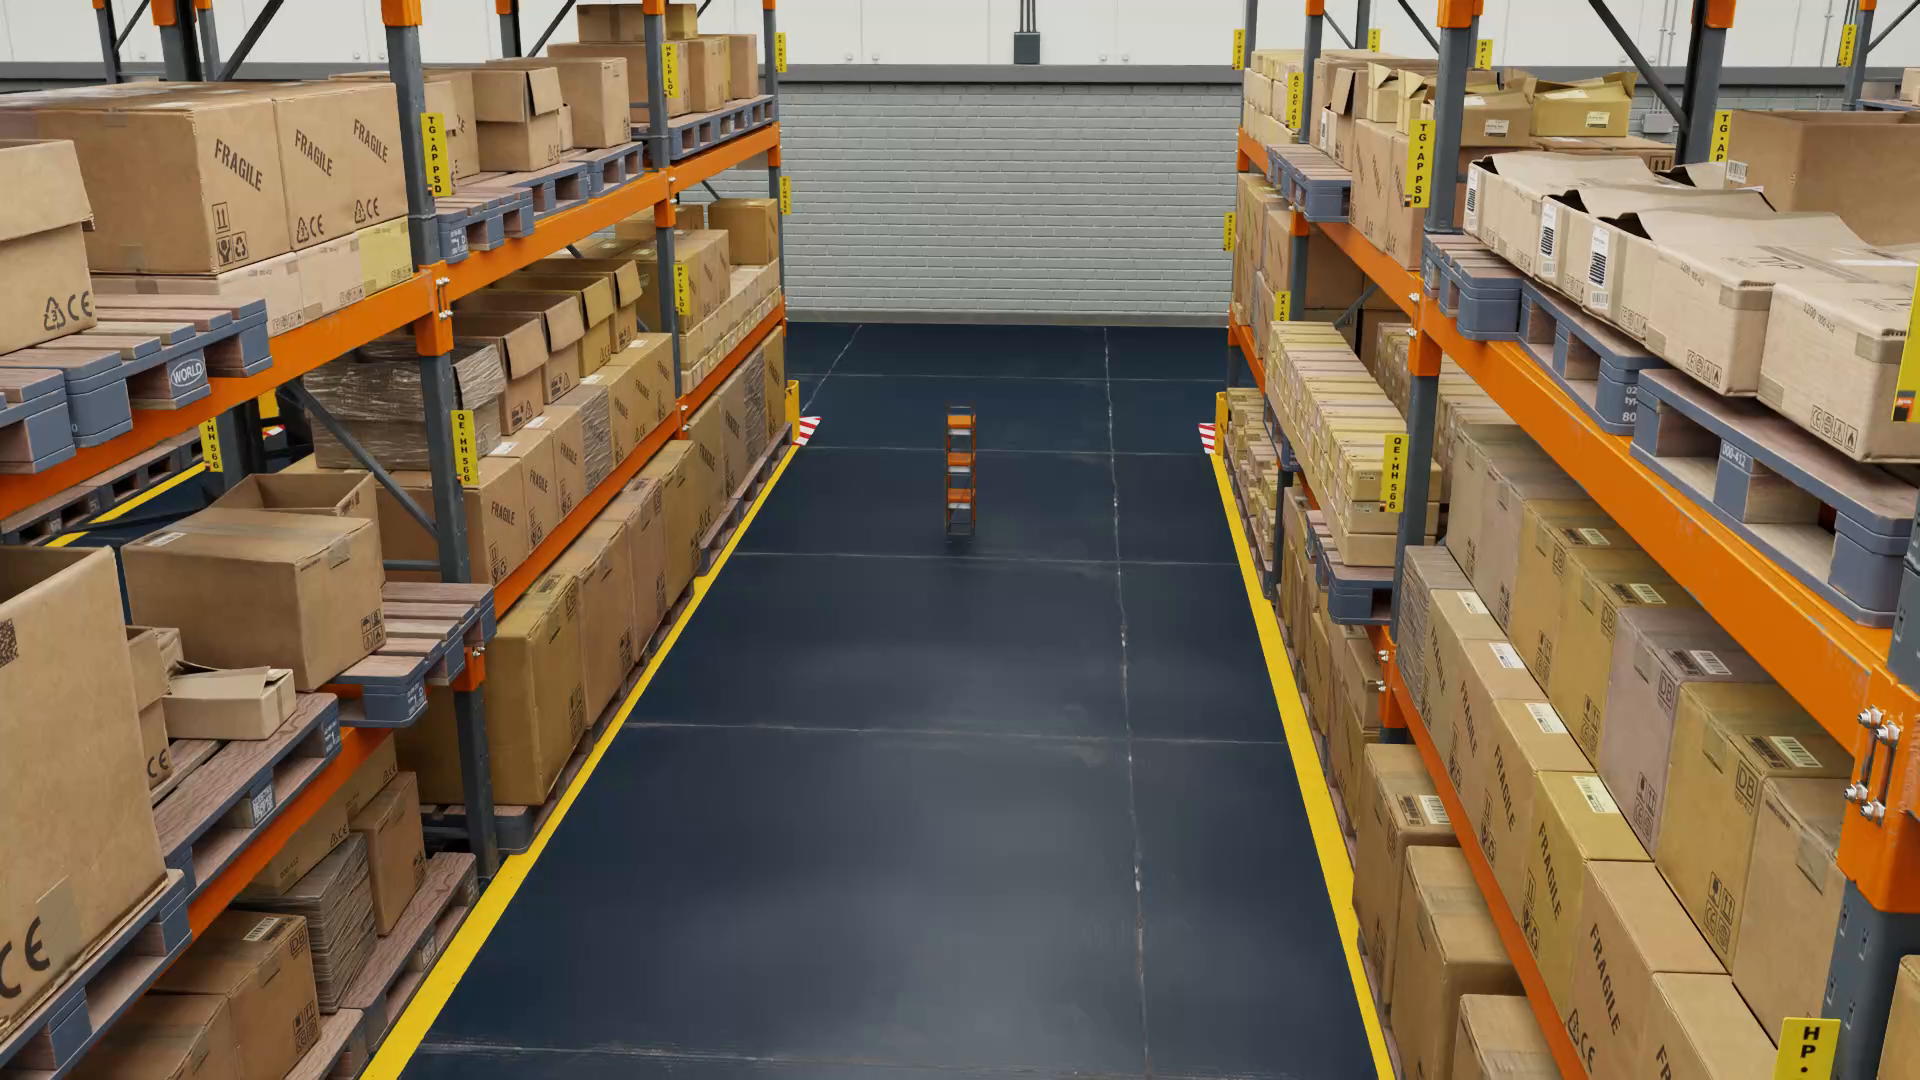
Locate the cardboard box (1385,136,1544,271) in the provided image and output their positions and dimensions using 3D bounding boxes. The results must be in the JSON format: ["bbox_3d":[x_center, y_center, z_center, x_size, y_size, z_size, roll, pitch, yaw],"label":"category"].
[{"bbox_3d":[2.079,-1.402,6.905,0.500,0.500,0.500,1,18,4],"label":"cardboard box"}]

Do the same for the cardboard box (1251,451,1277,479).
[{"bbox_3d":[2.358,-0.554,12.246,0.380,0.149,0.250,0,18,1],"label":"cardboard box"}]

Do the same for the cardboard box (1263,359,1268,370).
[{"bbox_3d":[2.387,-1.291,11.949,0.380,0.149,0.250,1,18,2],"label":"cardboard box"}]

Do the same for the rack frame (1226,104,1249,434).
[{"bbox_3d":[2.865,-2.230,14.412,1.000,3.000,0.127,1,18,4],"label":"rack frame"}]

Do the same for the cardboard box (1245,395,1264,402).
[{"bbox_3d":[2.589,-1.114,13.955,0.380,0.149,0.250,2,18,5],"label":"cardboard box"}]

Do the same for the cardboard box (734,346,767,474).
[{"bbox_3d":[-2.106,-1.079,13.636,0.875,0.875,0.875,1,18,4],"label":"cardboard box"}]

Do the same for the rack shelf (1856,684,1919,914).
[{"bbox_3d":[1.862,1.034,0.787,1.077,0.370,4.000,1,18,4],"label":"rack shelf"}]

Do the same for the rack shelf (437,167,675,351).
[{"bbox_3d":[-2.505,-1.592,8.804,1.077,0.370,4.000,1,18,4],"label":"rack shelf"}]

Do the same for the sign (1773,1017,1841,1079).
[{"bbox_3d":[1.463,0.975,2.898,0.100,0.325,0.005,1,18,4],"label":"sign"}]

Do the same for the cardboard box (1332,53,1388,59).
[{"bbox_3d":[3.012,-3.586,12.529,0.380,0.149,0.250,1,18,3],"label":"cardboard box"}]

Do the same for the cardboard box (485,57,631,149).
[{"bbox_3d":[-2.393,-2.622,9.956,0.700,0.500,0.500,2,18,5],"label":"cardboard box"}]

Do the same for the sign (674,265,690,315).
[{"bbox_3d":[-1.820,-1.633,10.859,0.100,0.325,0.005,1,18,4],"label":"sign"}]

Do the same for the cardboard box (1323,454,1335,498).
[{"bbox_3d":[1.907,-0.295,7.759,0.380,0.149,0.250,2,18,5],"label":"cardboard box"}]

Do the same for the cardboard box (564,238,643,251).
[{"bbox_3d":[-2.555,-1.861,11.843,0.500,0.500,0.500,1,18,4],"label":"cardboard box"}]

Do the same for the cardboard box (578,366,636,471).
[{"bbox_3d":[-2.195,-0.710,9.613,0.500,0.500,0.500,1,18,3],"label":"cardboard box"}]

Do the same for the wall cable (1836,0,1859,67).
[{"bbox_3d":[11.462,-6.701,18.362,2.988,3.039,0.133,1,18,4],"label":"wall cable"}]

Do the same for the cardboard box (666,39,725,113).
[{"bbox_3d":[-2.143,-3.420,12.232,0.700,0.500,0.500,2,18,6],"label":"cardboard box"}]

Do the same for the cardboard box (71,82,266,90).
[{"bbox_3d":[-2.939,-1.458,6.274,0.500,0.500,0.500,1,18,4],"label":"cardboard box"}]

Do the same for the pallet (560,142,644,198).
[{"bbox_3d":[-2.378,-2.179,9.745,0.805,0.209,1.217,1,18,2],"label":"pallet"}]

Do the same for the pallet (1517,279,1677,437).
[{"bbox_3d":[2.221,-0.533,4.717,1.003,0.211,1.213,2,18,6],"label":"pallet"}]

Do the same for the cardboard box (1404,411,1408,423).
[{"bbox_3d":[2.677,-0.618,9.220,0.380,0.149,0.250,1,18,2],"label":"cardboard box"}]

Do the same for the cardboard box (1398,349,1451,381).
[{"bbox_3d":[2.687,-0.977,9.360,0.380,0.149,0.250,1,18,4],"label":"cardboard box"}]

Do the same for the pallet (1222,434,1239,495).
[{"bbox_3d":[2.766,-0.630,14.006,1.003,0.211,1.213,1,18,4],"label":"pallet"}]

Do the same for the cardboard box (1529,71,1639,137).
[{"bbox_3d":[2.633,-1.862,7.081,0.396,0.266,0.258,1,18,4],"label":"cardboard box"}]

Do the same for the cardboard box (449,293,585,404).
[{"bbox_3d":[-2.489,-1.049,9.037,0.797,0.503,0.637,2,18,6],"label":"cardboard box"}]

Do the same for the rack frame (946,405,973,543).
[{"bbox_3d":[-0.005,-0.478,12.195,0.200,1.050,0.008,1,18,4],"label":"rack frame"}]

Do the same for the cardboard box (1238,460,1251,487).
[{"bbox_3d":[2.405,-0.525,13.113,0.380,0.149,0.250,0,18,1],"label":"cardboard box"}]

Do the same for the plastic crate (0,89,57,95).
[{"bbox_3d":[-7.399,-3.410,13.296,0.504,0.338,0.767,1,18,4],"label":"plastic crate"}]

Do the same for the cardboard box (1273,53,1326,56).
[{"bbox_3d":[2.555,-3.597,12.562,0.380,0.149,0.250,2,18,5],"label":"cardboard box"}]

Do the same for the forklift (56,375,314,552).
[{"bbox_3d":[-5.067,-1.448,12.134,3.031,2.935,1.130,-13,22,-35],"label":"forklift"}]

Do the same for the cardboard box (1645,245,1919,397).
[{"bbox_3d":[1.874,-0.493,3.699,0.500,0.250,0.500,1,18,3],"label":"cardboard box"}]

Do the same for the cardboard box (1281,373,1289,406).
[{"bbox_3d":[2.039,-0.856,9.469,0.380,0.149,0.250,1,18,2],"label":"cardboard box"}]

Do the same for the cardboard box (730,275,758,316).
[{"bbox_3d":[-1.918,-1.970,13.382,0.500,0.250,0.500,1,18,2],"label":"cardboard box"}]

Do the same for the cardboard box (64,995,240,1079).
[{"bbox_3d":[-2.777,1.822,5.354,0.700,0.500,0.500,0,18,-1],"label":"cardboard box"}]

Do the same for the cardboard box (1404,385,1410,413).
[{"bbox_3d":[2.673,-0.757,9.167,0.380,0.149,0.250,0,18,1],"label":"cardboard box"}]

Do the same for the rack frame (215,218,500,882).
[{"bbox_3d":[-2.648,0.112,7.263,1.000,3.000,0.127,1,18,4],"label":"rack frame"}]

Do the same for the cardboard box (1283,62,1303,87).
[{"bbox_3d":[2.312,-3.031,10.838,0.380,0.149,0.250,1,18,4],"label":"cardboard box"}]

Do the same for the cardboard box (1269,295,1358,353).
[{"bbox_3d":[2.331,-1.333,11.036,0.500,0.500,0.500,1,18,4],"label":"cardboard box"}]

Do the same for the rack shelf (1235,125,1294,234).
[{"bbox_3d":[2.722,-2.693,12.161,1.077,0.370,4.000,1,18,4],"label":"rack shelf"}]

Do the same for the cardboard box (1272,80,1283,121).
[{"bbox_3d":[2.440,-3.052,11.541,0.500,0.250,0.500,2,18,6],"label":"cardboard box"}]

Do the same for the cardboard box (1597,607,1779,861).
[{"bbox_3d":[2.106,0.503,4.304,0.700,0.500,0.500,1,18,4],"label":"cardboard box"}]

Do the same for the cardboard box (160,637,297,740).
[{"bbox_3d":[-2.498,0.501,5.619,0.396,0.266,0.258,1,18,2],"label":"cardboard box"}]

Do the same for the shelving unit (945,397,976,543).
[{"bbox_3d":[0.004,-0.516,12.310,0.215,1.050,0.252,1,18,4],"label":"shelving unit"}]

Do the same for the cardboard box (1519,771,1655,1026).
[{"bbox_3d":[1.848,0.967,4.493,0.500,0.500,0.500,1,18,4],"label":"cardboard box"}]

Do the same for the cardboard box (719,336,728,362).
[{"bbox_3d":[-1.936,-1.420,12.342,0.380,0.149,0.250,1,18,3],"label":"cardboard box"}]

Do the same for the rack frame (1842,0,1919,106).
[{"bbox_3d":[7.810,-5.002,13.236,1.000,3.000,0.127,1,18,4],"label":"rack frame"}]

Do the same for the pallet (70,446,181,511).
[{"bbox_3d":[-7.203,-0.525,13.685,1.003,0.211,1.213,1,18,4],"label":"pallet"}]

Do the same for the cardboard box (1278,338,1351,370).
[{"bbox_3d":[2.057,-1.072,9.652,0.380,0.149,0.250,1,18,4],"label":"cardboard box"}]

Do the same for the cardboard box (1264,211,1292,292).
[{"bbox_3d":[2.374,-1.965,11.357,0.500,0.500,0.500,1,18,2],"label":"cardboard box"}]

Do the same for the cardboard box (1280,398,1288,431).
[{"bbox_3d":[2.037,-0.714,9.515,0.380,0.149,0.250,1,18,4],"label":"cardboard box"}]

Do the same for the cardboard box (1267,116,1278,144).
[{"bbox_3d":[2.428,-2.813,11.614,0.500,0.250,0.500,1,18,3],"label":"cardboard box"}]

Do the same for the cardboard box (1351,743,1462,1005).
[{"bbox_3d":[2.158,1.311,6.543,1.050,0.750,0.750,1,18,3],"label":"cardboard box"}]

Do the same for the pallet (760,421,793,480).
[{"bbox_3d":[-2.054,-0.797,14.517,1.003,0.211,1.213,1,18,4],"label":"pallet"}]

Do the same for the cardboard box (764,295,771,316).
[{"bbox_3d":[-1.808,-1.976,14.039,0.380,0.149,0.250,1,18,4],"label":"cardboard box"}]

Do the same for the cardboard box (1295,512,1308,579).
[{"bbox_3d":[2.226,0.033,9.640,0.500,0.250,0.500,2,18,5],"label":"cardboard box"}]

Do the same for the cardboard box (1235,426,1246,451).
[{"bbox_3d":[2.440,-0.820,13.536,0.380,0.149,0.250,2,18,6],"label":"cardboard box"}]

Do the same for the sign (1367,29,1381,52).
[{"bbox_3d":[3.417,-4.058,13.750,0.100,0.325,0.005,1,18,4],"label":"sign"}]

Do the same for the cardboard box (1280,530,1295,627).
[{"bbox_3d":[2.261,0.224,10.262,0.500,0.500,0.500,2,18,6],"label":"cardboard box"}]

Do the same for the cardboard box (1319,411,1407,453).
[{"bbox_3d":[1.924,-0.513,7.946,0.380,0.149,0.250,2,18,6],"label":"cardboard box"}]

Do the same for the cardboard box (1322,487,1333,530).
[{"bbox_3d":[1.906,-0.146,7.781,0.380,0.149,0.250,2,18,5],"label":"cardboard box"}]
